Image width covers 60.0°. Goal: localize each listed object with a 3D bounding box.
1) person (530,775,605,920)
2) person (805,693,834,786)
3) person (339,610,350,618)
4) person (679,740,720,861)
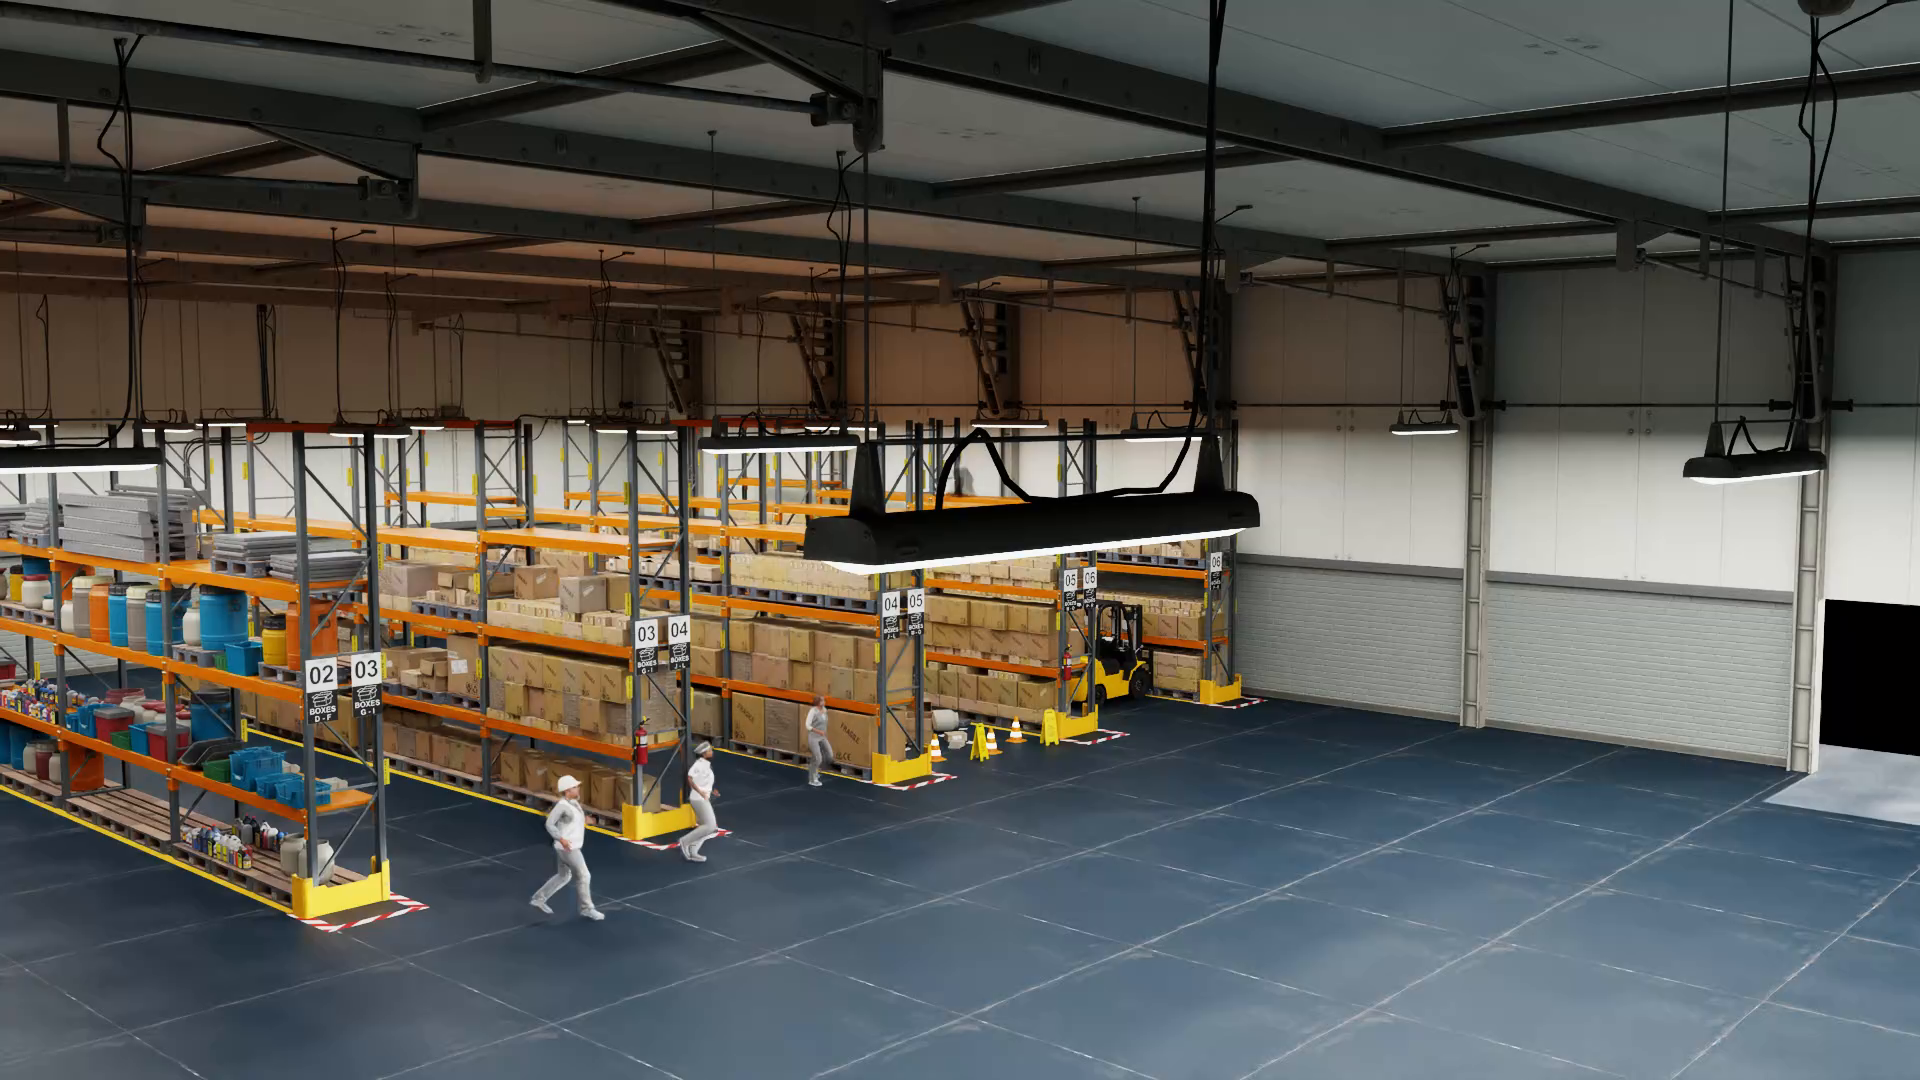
[{"bbox_3d":[-4.833,3.773,20.432,0.894,1.798,0.643,-1,5,-10],"label":"person"},{"bbox_3d":[-2.327,3.309,27.537,0.542,1.556,0.558,3,6,36],"label":"person"},{"bbox_3d":[-13.839,2.398,37.209,0.726,1.740,0.916,-1,5,-14],"label":"person"},{"bbox_3d":[-3.630,3.626,23.225,0.553,1.612,0.646,0,5,-3],"label":"person"}]
